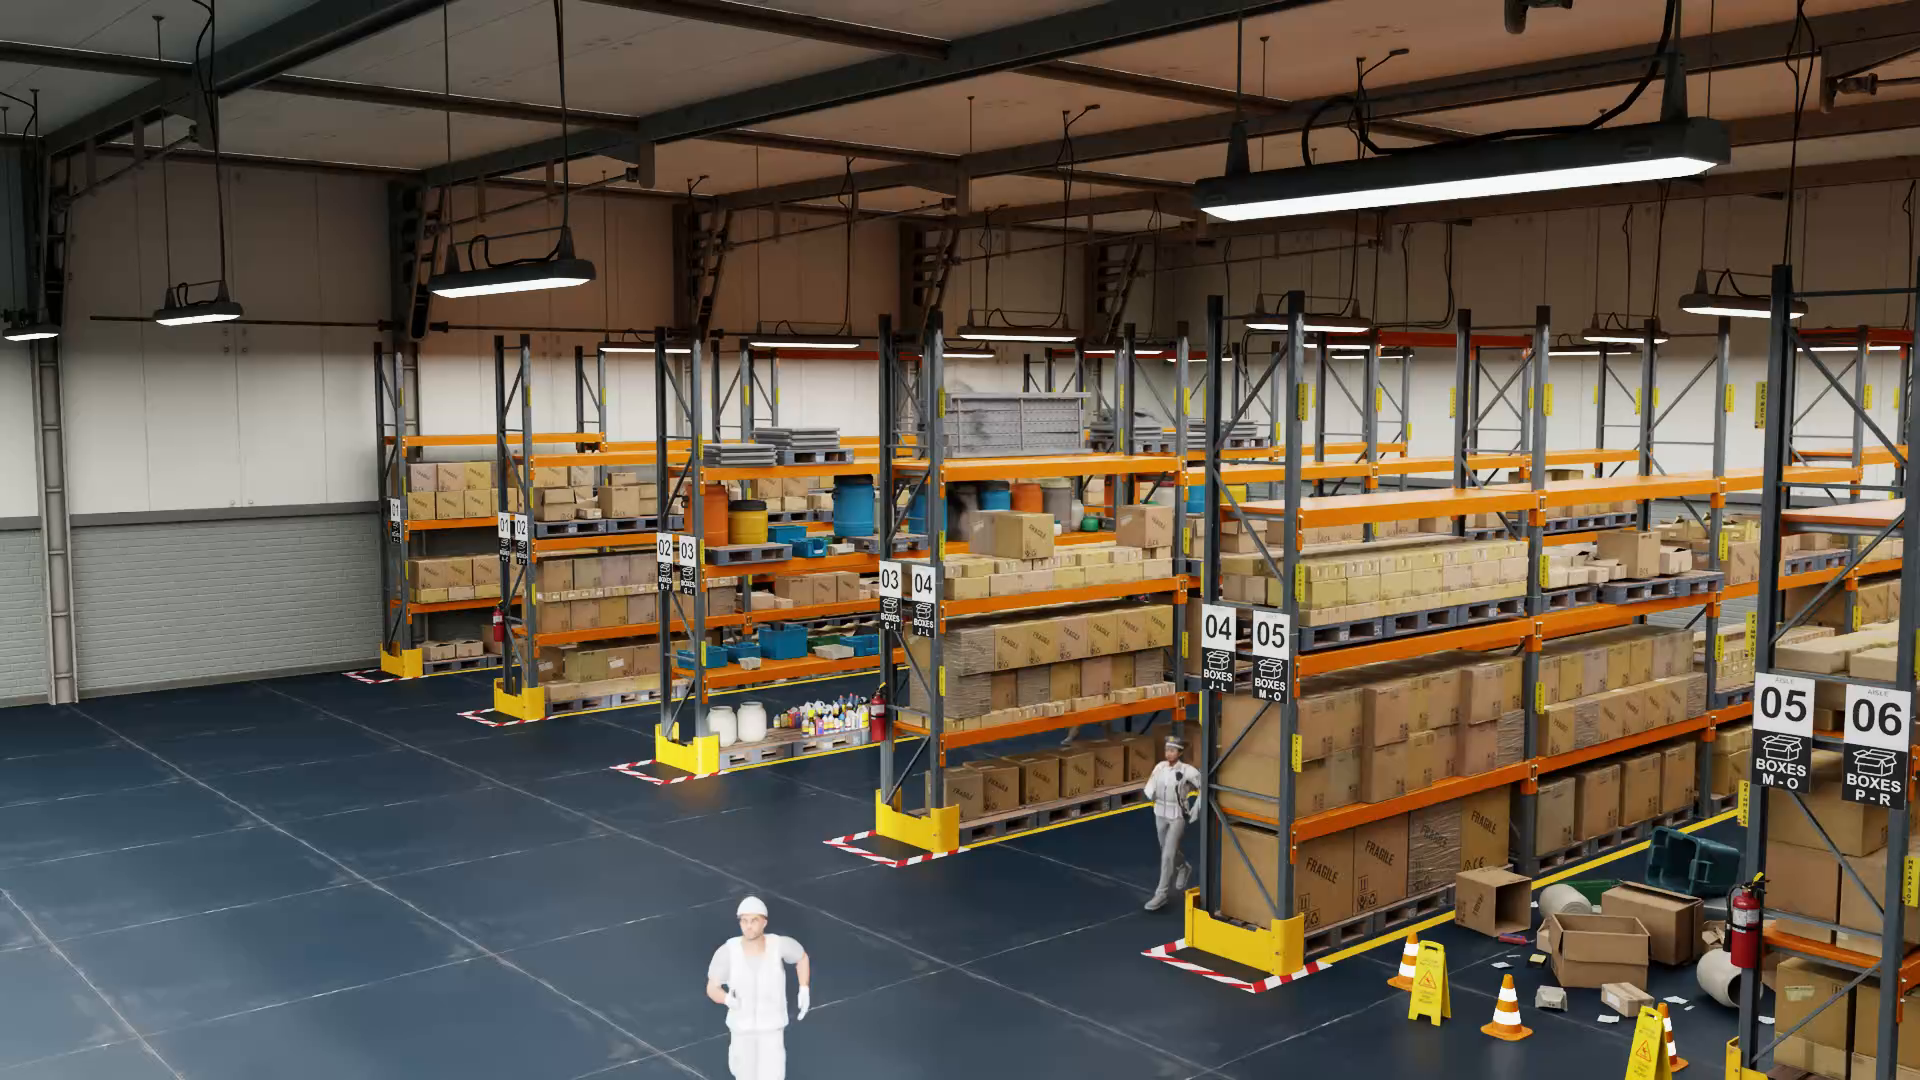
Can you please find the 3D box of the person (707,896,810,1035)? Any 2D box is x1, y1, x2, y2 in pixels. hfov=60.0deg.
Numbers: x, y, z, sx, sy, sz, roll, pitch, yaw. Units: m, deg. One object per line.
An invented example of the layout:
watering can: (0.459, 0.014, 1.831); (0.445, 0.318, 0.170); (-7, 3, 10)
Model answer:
person: (-1.347, 3.256, 11.039); (0.668, 1.775, 0.992); (0, 5, -1)

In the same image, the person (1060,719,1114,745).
person: (1.727, 1.962, 22.791); (0.882, 1.760, 0.673); (-5, 7, -42)

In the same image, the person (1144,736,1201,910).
person: (2.138, 2.781, 16.668); (0.621, 1.679, 0.933); (4, 7, 40)
